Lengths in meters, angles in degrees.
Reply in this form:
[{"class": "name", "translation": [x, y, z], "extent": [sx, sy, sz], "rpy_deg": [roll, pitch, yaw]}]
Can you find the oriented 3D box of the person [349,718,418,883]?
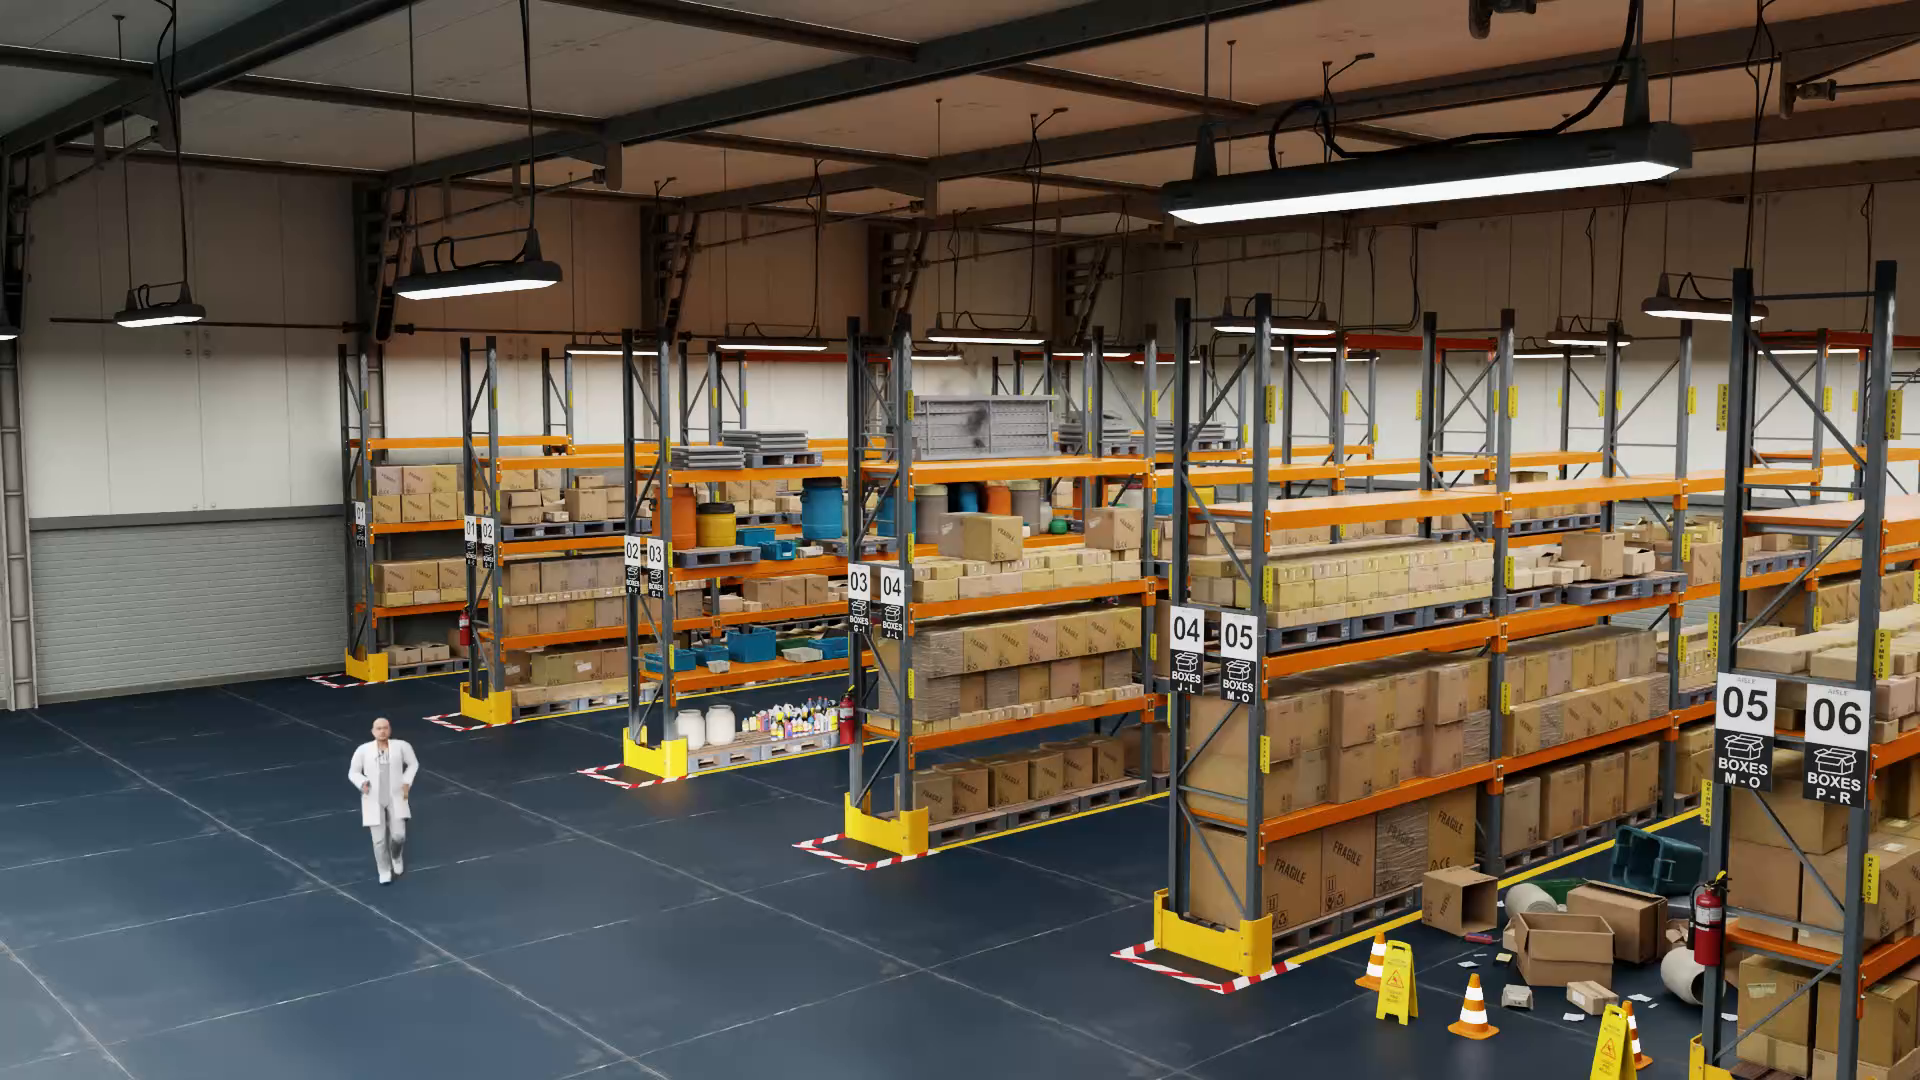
[{"class": "person", "translation": [-6.002, 2.733, 17.369], "extent": [0.698, 1.735, 0.633], "rpy_deg": [-2, 5, -20]}]
